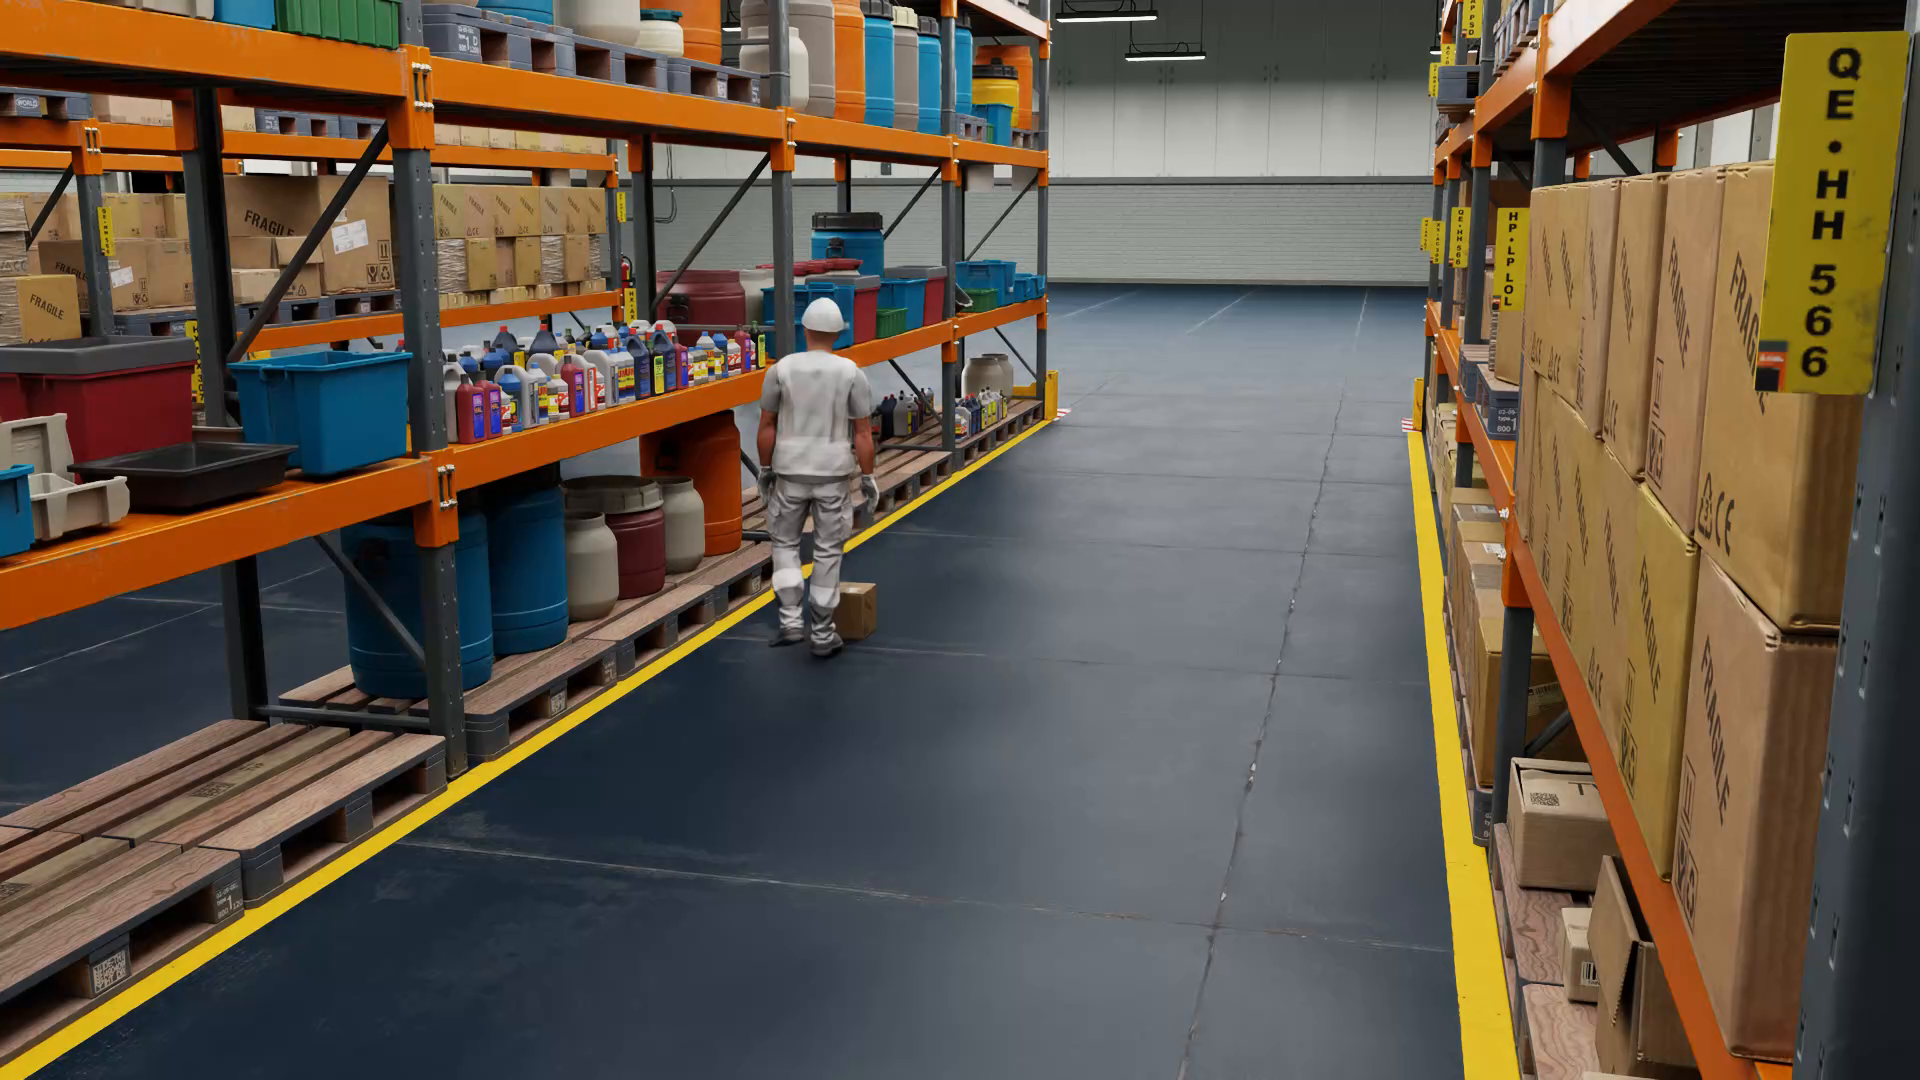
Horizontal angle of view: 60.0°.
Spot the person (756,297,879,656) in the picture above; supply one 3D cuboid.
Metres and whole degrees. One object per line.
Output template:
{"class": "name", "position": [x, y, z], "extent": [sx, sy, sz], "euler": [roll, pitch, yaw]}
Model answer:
{"class": "person", "position": [-0.710, -0.303, 8.269], "extent": [0.617, 1.792, 0.461], "euler": [0, 11, 1]}
